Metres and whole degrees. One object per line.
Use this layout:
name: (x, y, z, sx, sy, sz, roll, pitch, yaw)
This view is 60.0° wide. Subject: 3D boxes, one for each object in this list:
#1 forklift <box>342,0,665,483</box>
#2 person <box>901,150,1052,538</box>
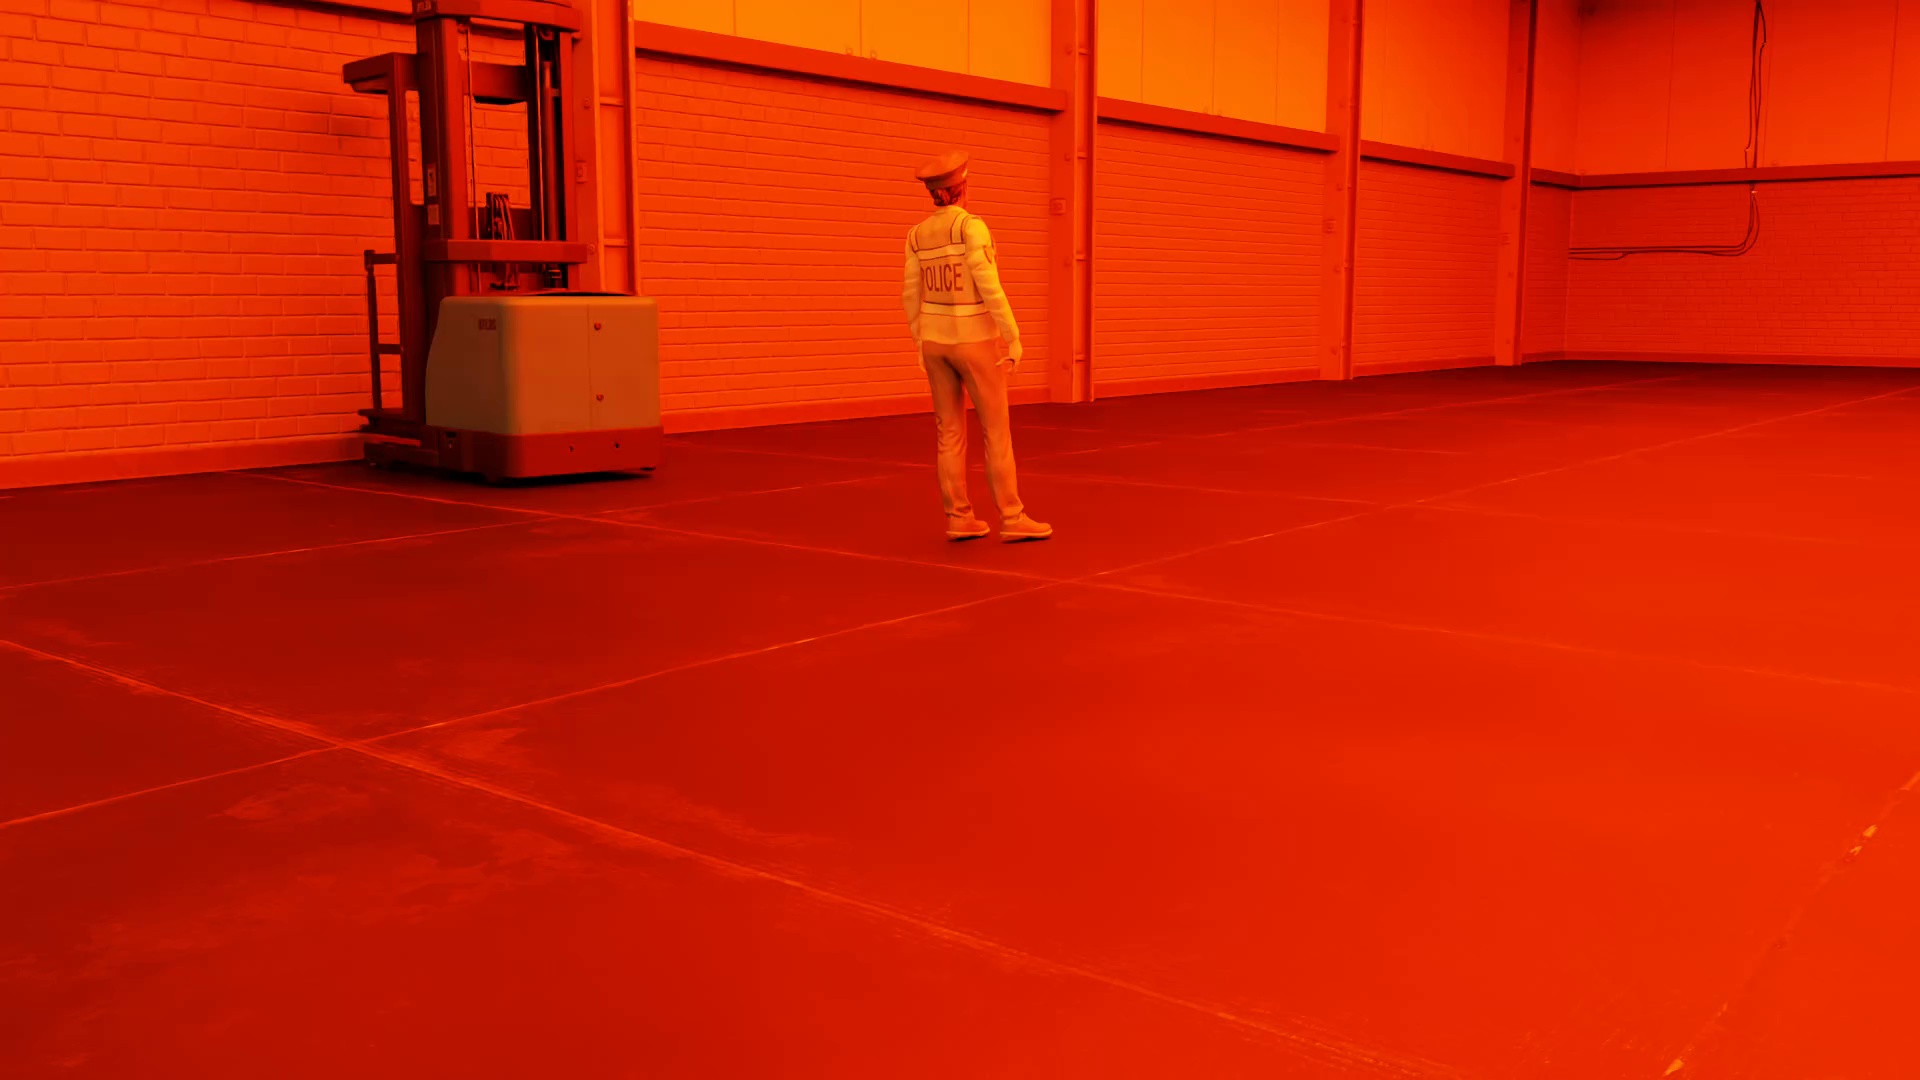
forklift: (-3.135, -1.932, 10.486, 1.130, 2.935, 3.031, -8, 11, -42)
person: (0.048, -0.852, 7.330, 0.586, 1.695, 0.531, 7, 11, 38)
